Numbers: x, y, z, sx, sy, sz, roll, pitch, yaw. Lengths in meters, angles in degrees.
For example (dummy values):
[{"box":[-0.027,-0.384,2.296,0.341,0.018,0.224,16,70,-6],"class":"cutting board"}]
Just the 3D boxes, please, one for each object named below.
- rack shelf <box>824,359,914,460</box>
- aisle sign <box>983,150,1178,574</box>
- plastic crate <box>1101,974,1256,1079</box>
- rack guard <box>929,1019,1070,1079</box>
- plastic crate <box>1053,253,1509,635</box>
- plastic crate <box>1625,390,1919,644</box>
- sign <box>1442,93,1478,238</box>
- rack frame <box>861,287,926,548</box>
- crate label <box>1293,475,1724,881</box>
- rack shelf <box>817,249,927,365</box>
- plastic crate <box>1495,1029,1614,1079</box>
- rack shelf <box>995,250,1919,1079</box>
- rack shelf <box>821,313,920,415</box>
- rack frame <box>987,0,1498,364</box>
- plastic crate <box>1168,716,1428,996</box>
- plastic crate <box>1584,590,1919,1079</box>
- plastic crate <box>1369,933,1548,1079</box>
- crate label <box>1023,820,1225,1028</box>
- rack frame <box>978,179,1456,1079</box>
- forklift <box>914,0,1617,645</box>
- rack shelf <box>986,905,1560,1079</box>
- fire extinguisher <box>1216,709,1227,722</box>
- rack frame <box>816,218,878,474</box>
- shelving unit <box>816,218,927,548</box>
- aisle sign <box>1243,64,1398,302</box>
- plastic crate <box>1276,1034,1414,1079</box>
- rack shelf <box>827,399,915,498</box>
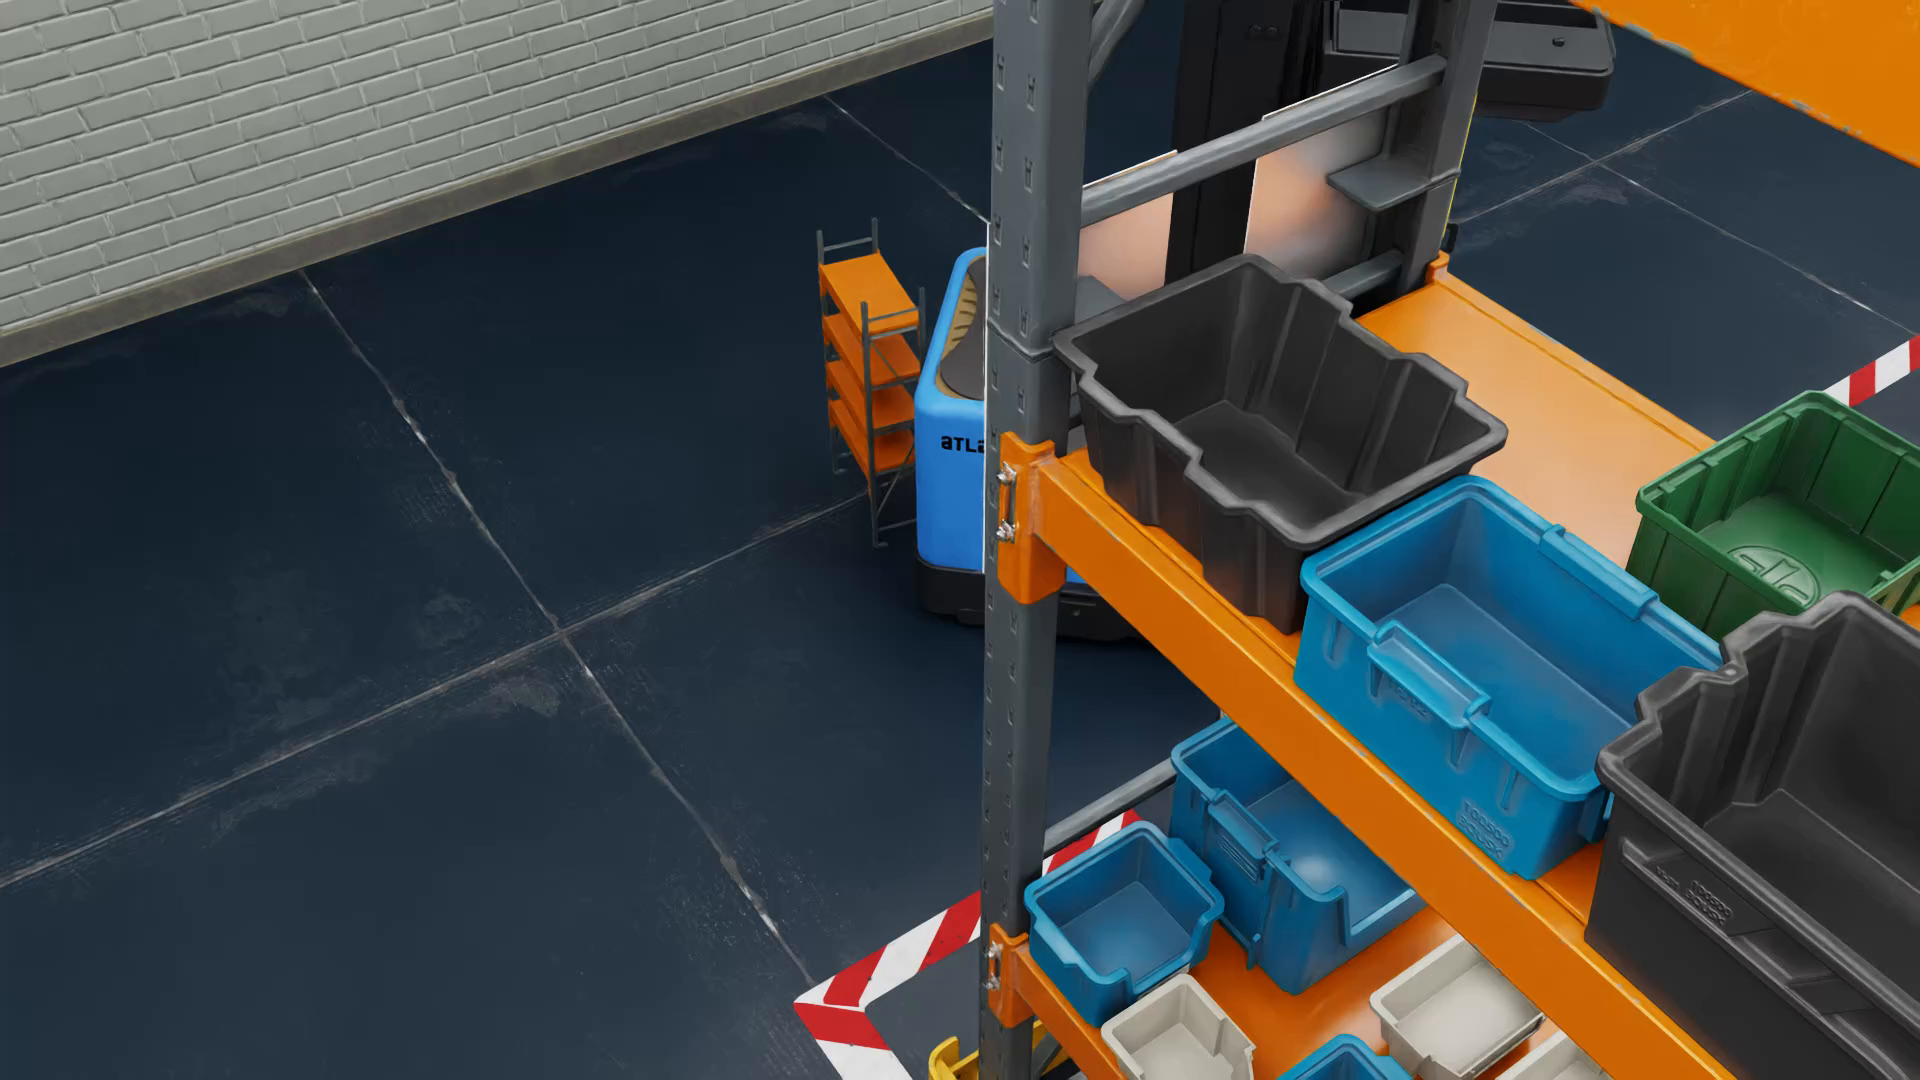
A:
[{"box":[-0.332,-0.545,6.549,0.258,0.148,0.480,-16,46,-16],"class":"rack shelf"},{"box":[0.206,-0.298,3.007,0.394,0.787,0.004,-26,49,-24],"class":"aisle sign"},{"box":[0.478,1.124,3.548,0.250,0.136,0.298,-26,49,-24],"class":"plastic crate"},{"box":[0.466,1.461,4.857,1.175,0.500,0.348,-26,49,-24],"class":"rack guard"},{"box":[0.482,-0.144,2.651,0.497,0.269,0.590,-26,49,-24],"class":"plastic crate"},{"box":[1.289,0.003,2.555,0.450,0.188,0.336,-26,49,-24],"class":"plastic crate"},{"box":[0.933,-0.708,3.223,0.100,0.325,0.005,-26,49,-24],"class":"sign"},{"box":[-0.239,-0.438,6.340,0.240,1.200,0.015,-16,46,-16],"class":"rack frame"},{"box":[0.754,0.185,2.320,0.408,0.251,0.502,-26,49,-24],"class":"crate label"},{"box":[-0.332,-0.878,6.231,0.258,0.148,0.480,-16,46,-16],"class":"rack shelf"},{"box":[1.260,1.200,3.469,0.396,0.136,0.243,-26,49,-24],"class":"plastic crate"},{"box":[1.635,0.874,2.011,1.077,0.370,4.000,-26,49,-24],"class":"rack shelf"},{"box":[-0.332,-0.707,6.395,0.258,0.148,0.480,-16,46,-16],"class":"rack shelf"},{"box":[0.491,-1.604,1.914,1.000,3.000,0.127,-26,49,-24],"class":"rack frame"},{"box":[0.836,0.647,3.831,0.616,0.435,0.499,-26,49,-24],"class":"plastic crate"},{"box":[1.139,0.477,1.951,0.504,0.338,0.767,-26,49,-24],"class":"plastic crate"},{"box":[1.106,1.030,3.647,0.396,0.136,0.243,-26,49,-24],"class":"plastic crate"},{"box":[0.362,0.875,3.739,0.416,0.233,0.303,-26,49,-24],"class":"crate label"},{"box":[0.491,0.566,3.985,1.000,3.000,0.127,-26,49,-24],"class":"rack frame"},{"box":[1.391,-0.921,5.592,3.031,2.935,1.130,7,44,7],"class":"forklift"},{"box":[1.635,1.959,3.047,1.077,0.370,4.000,-26,49,-24],"class":"rack shelf"},{"box":[0.777,0.464,4.418,0.296,0.674,0.183,-26,49,-24],"class":"fire extinguisher"},{"box":[-0.426,-0.749,6.666,0.240,1.200,0.015,-16,46,-16],"class":"rack frame"},{"box":[-0.332,-0.594,6.503,0.258,1.200,0.503,-16,46,-16],"class":"shelving unit"},{"box":[0.690,-0.531,3.251,0.394,0.787,0.004,-26,49,-24],"class":"aisle sign"},{"box":[0.739,1.247,3.349,0.416,0.233,0.300,-26,49,-24],"class":"plastic crate"},{"box":[-0.332,-0.401,6.686,0.258,0.148,0.480,-16,46,-16],"class":"rack shelf"}]
